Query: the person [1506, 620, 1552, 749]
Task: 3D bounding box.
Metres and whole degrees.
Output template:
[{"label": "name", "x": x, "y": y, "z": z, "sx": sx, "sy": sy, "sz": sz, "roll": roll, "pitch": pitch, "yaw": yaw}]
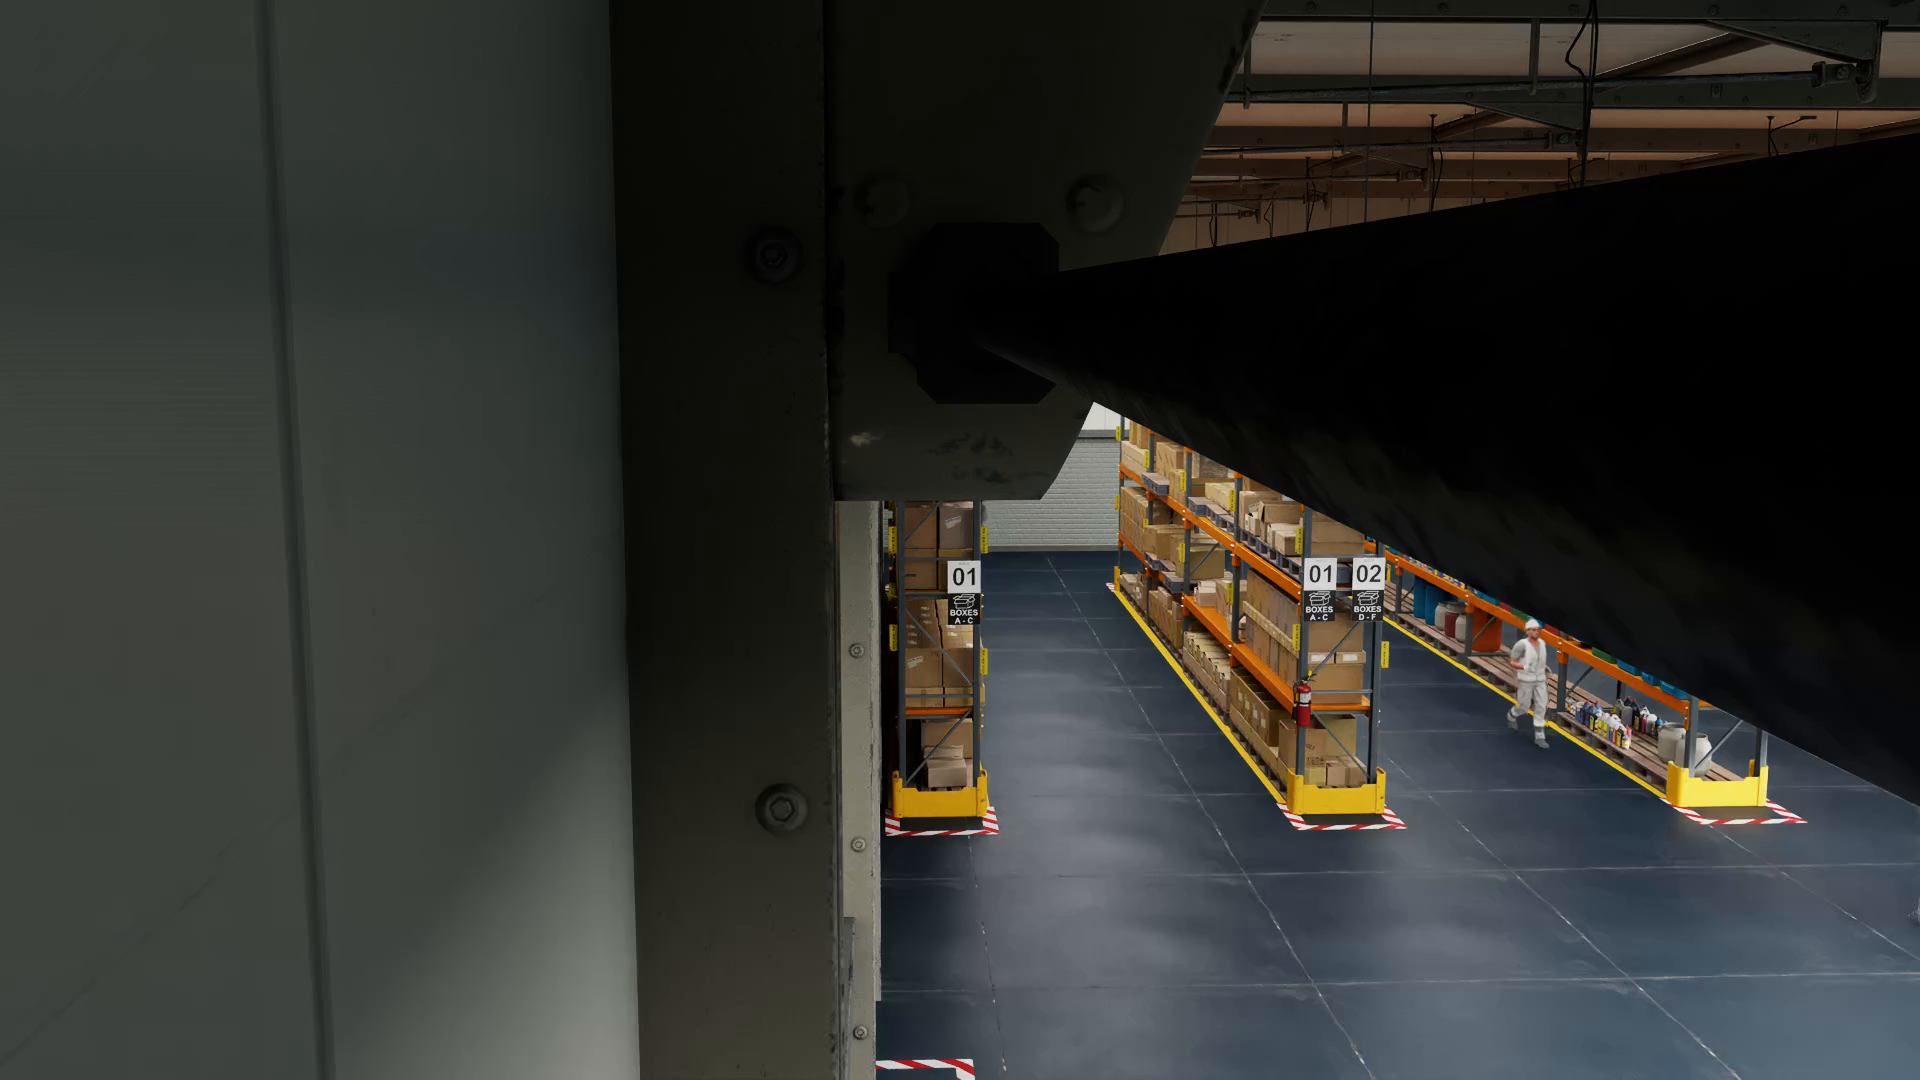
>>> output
[{"label": "person", "x": 8.161, "y": 2.019, "z": 23.766, "sx": 0.654, "sy": 1.776, "sz": 0.985, "roll": -2, "pitch": 8, "yaw": -12}]
